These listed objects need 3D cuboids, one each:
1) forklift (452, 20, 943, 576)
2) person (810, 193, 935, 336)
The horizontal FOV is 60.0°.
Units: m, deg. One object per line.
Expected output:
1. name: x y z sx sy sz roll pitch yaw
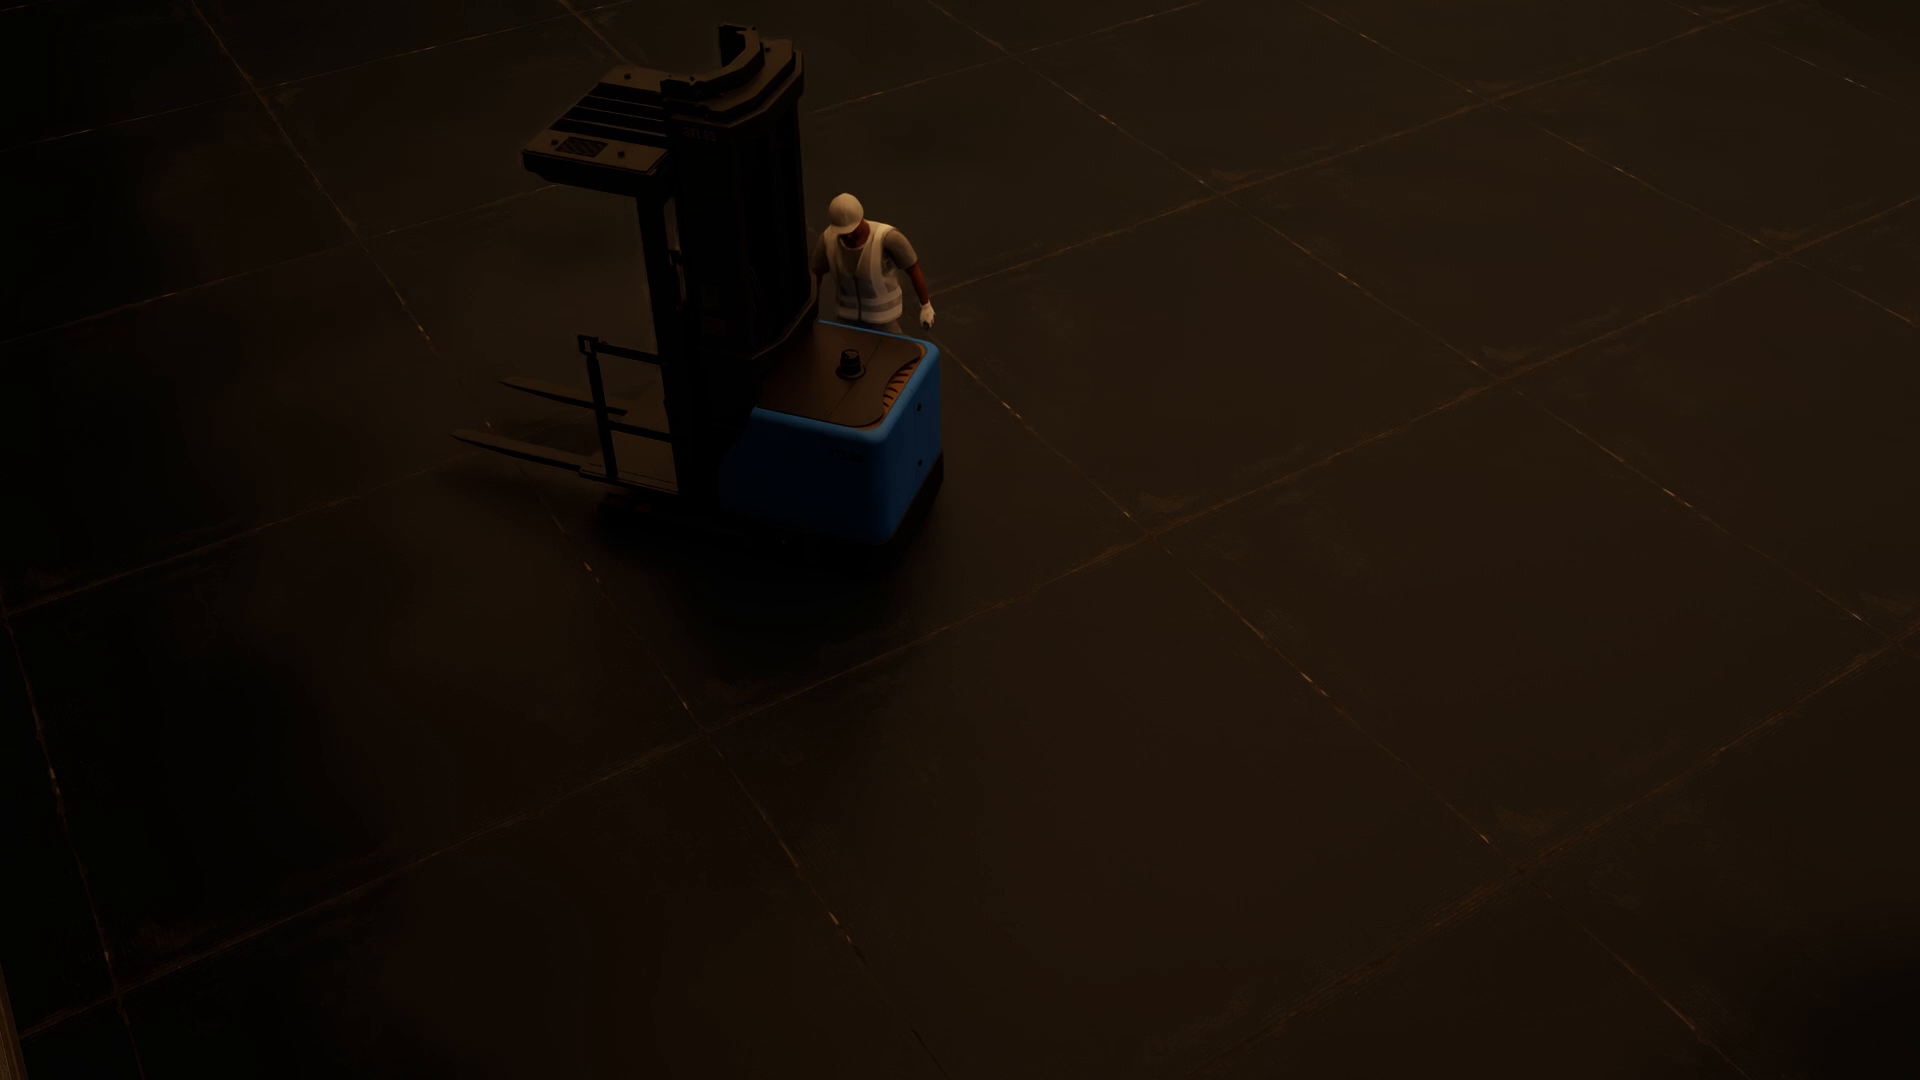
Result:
1. forklift: -1.679 -1.479 9.564 3.031 2.935 1.130 13 43 14
2. person: -0.612 -1.391 10.368 0.876 1.744 0.423 11 42 13
